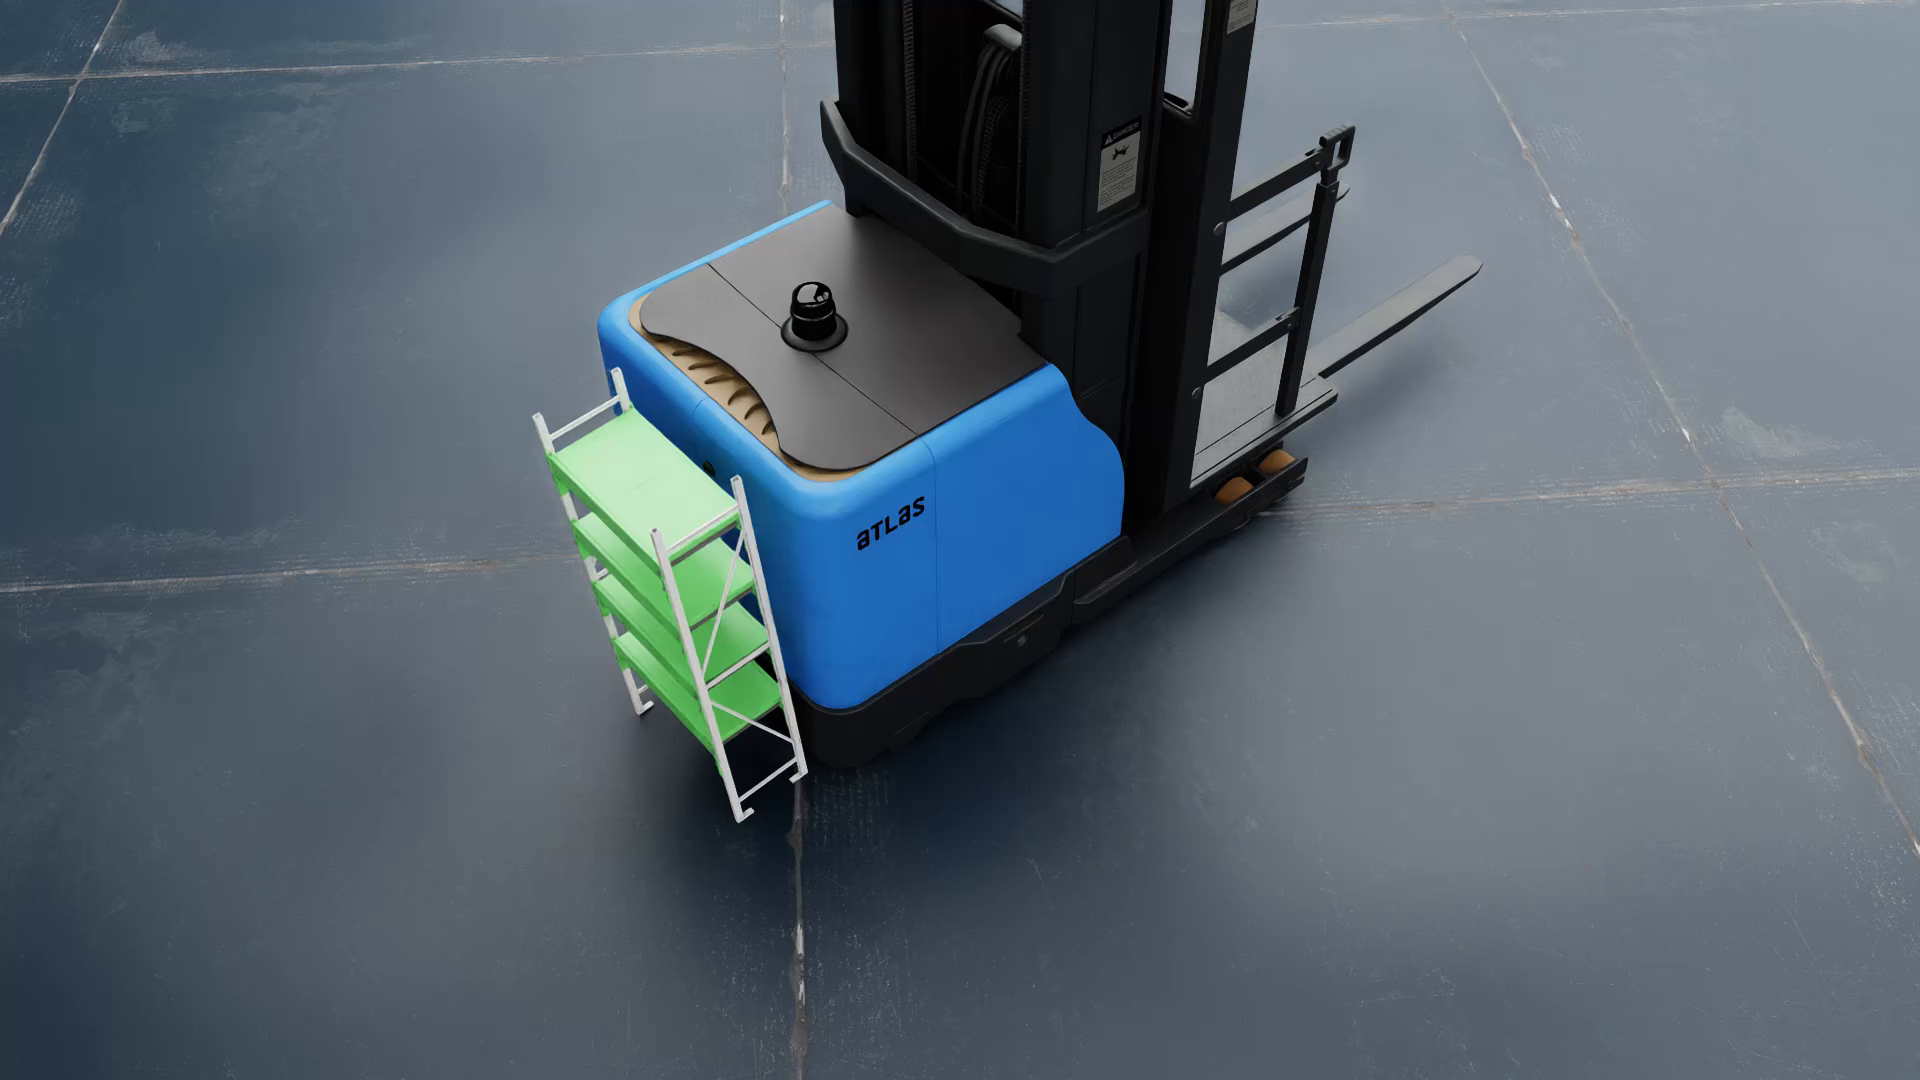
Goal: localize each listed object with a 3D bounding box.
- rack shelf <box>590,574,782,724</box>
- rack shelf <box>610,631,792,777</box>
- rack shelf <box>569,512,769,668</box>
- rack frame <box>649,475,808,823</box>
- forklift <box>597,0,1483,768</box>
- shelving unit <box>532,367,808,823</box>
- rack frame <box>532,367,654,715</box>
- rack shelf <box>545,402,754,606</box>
[{"bbox_3d":[-0.706,0.220,4.291,0.258,0.148,0.480,-35,56,-23],"label":"rack shelf"},{"bbox_3d":[-0.693,0.377,4.472,0.258,0.148,0.480,-35,56,-23],"label":"rack shelf"},{"bbox_3d":[-0.719,0.064,4.109,0.258,0.148,0.480,-35,56,-23],"label":"rack shelf"},{"bbox_3d":[-0.549,0.312,4.116,0.240,1.200,0.015,-35,56,-23],"label":"rack frame"},{"bbox_3d":[0.480,-1.305,4.467,3.031,2.935,1.130,-32,54,-26],"label":"forklift"},{"bbox_3d":[-0.709,0.178,4.243,0.258,1.200,0.503,-35,56,-23],"label":"shelving unit"},{"bbox_3d":[-0.869,0.045,4.369,0.240,1.200,0.015,-35,56,-23],"label":"rack frame"},{"bbox_3d":[-0.732,-0.093,3.928,0.258,0.148,0.480,-35,56,-23],"label":"rack shelf"}]
